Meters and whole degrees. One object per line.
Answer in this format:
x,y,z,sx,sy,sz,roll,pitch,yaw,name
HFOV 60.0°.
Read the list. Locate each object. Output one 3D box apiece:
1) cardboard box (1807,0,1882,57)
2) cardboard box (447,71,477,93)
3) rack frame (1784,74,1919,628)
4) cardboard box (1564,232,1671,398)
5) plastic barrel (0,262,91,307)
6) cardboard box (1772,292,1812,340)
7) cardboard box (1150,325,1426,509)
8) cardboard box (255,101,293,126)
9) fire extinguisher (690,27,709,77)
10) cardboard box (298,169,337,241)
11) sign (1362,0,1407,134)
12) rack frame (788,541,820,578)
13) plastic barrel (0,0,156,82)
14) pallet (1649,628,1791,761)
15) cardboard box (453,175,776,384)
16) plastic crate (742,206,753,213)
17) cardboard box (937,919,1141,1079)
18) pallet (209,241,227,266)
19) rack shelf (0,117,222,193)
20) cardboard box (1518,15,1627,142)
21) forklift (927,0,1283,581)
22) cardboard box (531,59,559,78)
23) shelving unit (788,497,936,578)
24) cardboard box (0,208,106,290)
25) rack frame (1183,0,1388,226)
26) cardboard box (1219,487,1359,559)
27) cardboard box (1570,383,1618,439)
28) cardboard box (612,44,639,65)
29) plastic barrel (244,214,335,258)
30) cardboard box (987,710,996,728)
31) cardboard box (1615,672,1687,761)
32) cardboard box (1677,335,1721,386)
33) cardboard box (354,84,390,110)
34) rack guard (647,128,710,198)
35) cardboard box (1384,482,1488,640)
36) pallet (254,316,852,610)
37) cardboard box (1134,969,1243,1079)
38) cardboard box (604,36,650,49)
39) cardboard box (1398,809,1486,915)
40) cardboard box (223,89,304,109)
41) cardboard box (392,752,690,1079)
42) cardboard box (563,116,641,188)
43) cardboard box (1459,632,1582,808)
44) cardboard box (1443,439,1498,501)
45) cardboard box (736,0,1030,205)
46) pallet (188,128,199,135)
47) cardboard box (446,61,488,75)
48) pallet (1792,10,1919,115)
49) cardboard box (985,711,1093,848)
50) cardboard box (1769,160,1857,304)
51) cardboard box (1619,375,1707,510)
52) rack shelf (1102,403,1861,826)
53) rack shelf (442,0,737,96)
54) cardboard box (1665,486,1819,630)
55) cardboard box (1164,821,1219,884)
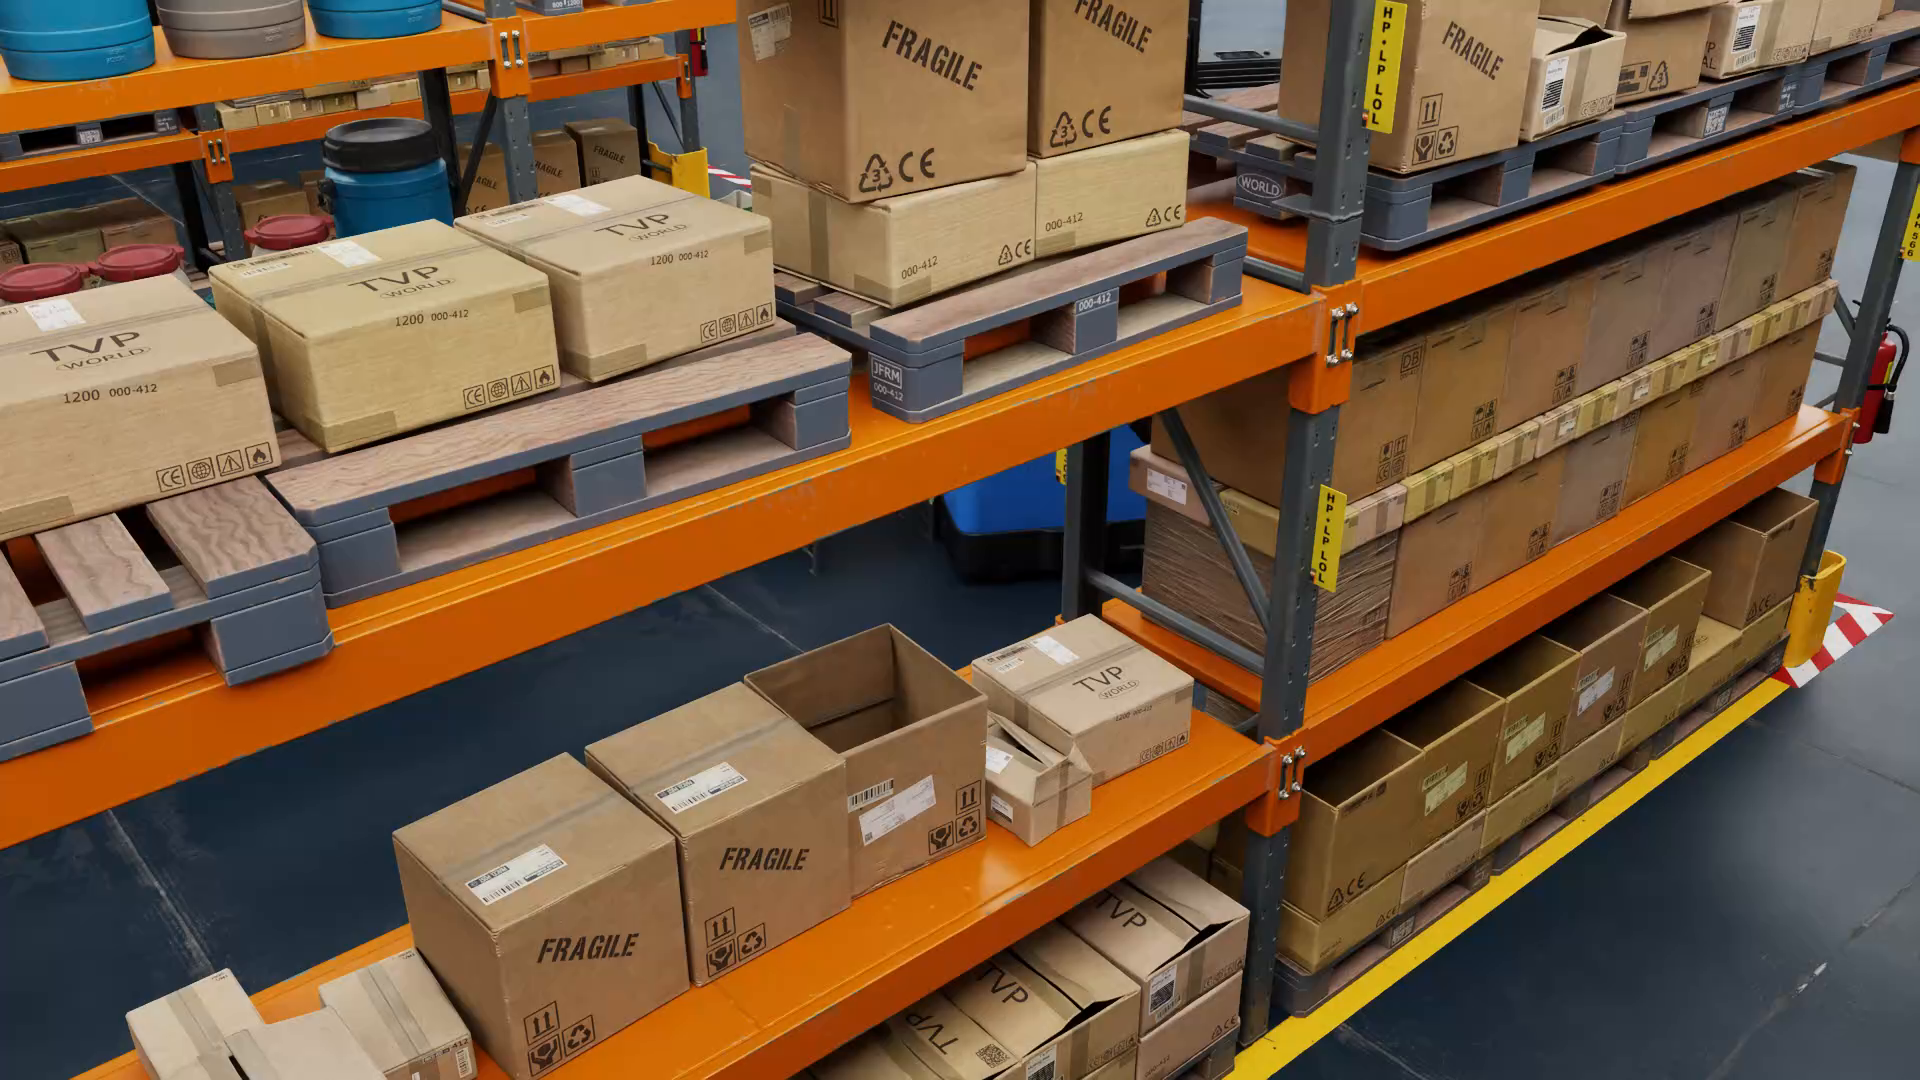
3.067,-2.000,6.192,0.500,0.250,0.500,-22,35,-35,cardboard box
-4.046,-3.676,13.212,0.250,0.149,0.380,-22,35,-35,cardboard box
3.771,-0.943,7.832,0.127,3.000,1.000,-22,35,-35,rack frame
2.207,-0.934,6.333,0.500,0.500,0.700,-22,35,-35,cardboard box
-4.241,-0.985,7.767,0.433,0.535,0.433,0,28,0,plastic barrel
3.406,-1.007,7.158,0.250,0.149,0.380,-21,35,-34,cardboard box
1.062,-0.473,5.471,0.500,0.500,0.700,-22,35,-35,cardboard box
-5.141,-3.191,12.306,0.250,0.149,0.380,-22,35,-35,cardboard box
-2.269,-4.332,14.255,0.183,0.674,0.296,-22,35,-35,fire extinguisher
-4.937,-2.641,13.216,0.500,0.500,0.500,-11,30,-19,cardboard box
1.088,-1.217,4.280,0.005,0.325,0.100,-22,35,-35,sign
-0.866,-0.541,8.672,0.023,1.500,0.400,-17,33,-29,rack frame
-3.725,-2.407,6.857,0.708,0.901,0.600,-22,35,-35,plastic barrel
3.217,0.536,8.023,1.213,0.211,1.003,-22,35,-35,pallet
-0.766,-0.598,3.718,0.500,0.250,0.500,25,37,38,cardboard box
-1.268,-1.717,9.505,0.662,0.188,0.450,-22,35,-35,plastic crate
0.215,1.449,5.233,0.500,0.311,0.500,-21,34,-34,cardboard box
-5.210,-2.261,13.256,1.213,0.211,1.003,-22,35,-35,pallet
-7.220,-2.343,11.215,4.000,0.370,1.077,-22,35,-35,rack shelf
1.694,-1.474,5.145,0.500,0.311,0.500,-24,36,-37,cardboard box
1.373,-1.416,8.789,3.031,2.935,1.130,-5,29,-10,forklift
-3.503,-3.920,13.670,0.250,0.149,0.380,-22,35,-35,cardboard box
-0.560,-0.636,8.849,0.755,1.500,0.431,-17,33,-29,shelving unit
-6.554,-2.045,12.079,0.500,0.500,0.700,-22,35,-35,cardboard box
0.728,-2.365,4.128,0.127,3.000,1.000,-22,35,-35,rack frame
1.059,-0.062,5.389,0.250,0.149,0.380,-22,35,-35,cardboard box
2.235,-0.537,6.279,0.250,0.149,0.380,-22,35,-35,cardboard box
-2.929,-4.148,14.095,0.250,0.149,0.380,-22,35,-35,cardboard box
-3.354,-1.342,8.435,0.433,0.535,0.433,0,28,0,plastic barrel
-0.078,0.589,5.231,0.250,0.149,0.380,-22,35,-35,cardboard box
2.803,0.666,7.294,0.500,0.250,0.500,-22,35,-35,cardboard box
2.819,-0.772,6.718,0.250,0.149,0.380,-21,34,-33,cardboard box
-4.568,-3.419,12.732,0.250,0.149,0.380,-22,35,-35,cardboard box
-2.713,-3.370,15.026,0.348,0.500,1.175,-22,35,-35,rack guard
1.459,-0.065,6.083,0.500,0.500,0.700,-22,35,-35,cardboard box
-1.007,-0.318,3.680,1.213,0.211,1.003,-20,34,-33,pallet
0.601,1.539,5.659,0.500,0.250,0.500,-22,35,-35,cardboard box
-3.092,-4.513,14.090,0.500,0.500,0.875,-22,35,-35,cardboard box
1.662,1.124,6.436,0.500,0.250,0.500,-22,35,-35,cardboard box
-5.316,-3.563,12.313,0.500,0.500,0.875,-22,35,-35,cardboard box
-1.049,0.941,4.200,0.500,0.500,0.500,-24,36,-37,cardboard box
-3.141,-3.394,14.624,0.500,0.500,0.500,-15,32,-26,cardboard box
2.045,0.642,6.542,0.500,0.500,0.500,-22,35,-35,cardboard box
1.643,-0.299,5.833,0.250,0.149,0.380,-22,35,-35,cardboard box
-0.185,-1.135,3.927,0.500,0.500,0.500,-18,33,-30,cardboard box
-8.211,-4.056,16.617,1.213,0.211,1.003,-22,35,-35,pallet
-4.190,-4.031,13.188,0.500,0.500,0.875,-22,35,-35,cardboard box
3.217,-2.020,6.758,1.213,0.211,1.003,-22,35,-35,pallet
0.179,0.675,4.947,0.258,0.266,0.396,-23,36,-36,cardboard box
3.368,-1.405,7.213,0.500,0.500,0.700,-22,35,-35,cardboard box
2.630,-0.536,6.965,0.500,0.500,0.700,-22,35,-35,cardboard box
2.250,-0.014,6.856,4.000,0.370,1.077,-22,35,-35,rack shelf
-0.962,-3.114,9.475,4.000,0.370,1.077,-22,35,-35,rack shelf
3.557,0.025,7.697,0.500,0.500,0.500,-22,35,-35,cardboard box
0.939,1.088,6.503,0.500,0.250,0.500,-22,35,-35,cardboard box
